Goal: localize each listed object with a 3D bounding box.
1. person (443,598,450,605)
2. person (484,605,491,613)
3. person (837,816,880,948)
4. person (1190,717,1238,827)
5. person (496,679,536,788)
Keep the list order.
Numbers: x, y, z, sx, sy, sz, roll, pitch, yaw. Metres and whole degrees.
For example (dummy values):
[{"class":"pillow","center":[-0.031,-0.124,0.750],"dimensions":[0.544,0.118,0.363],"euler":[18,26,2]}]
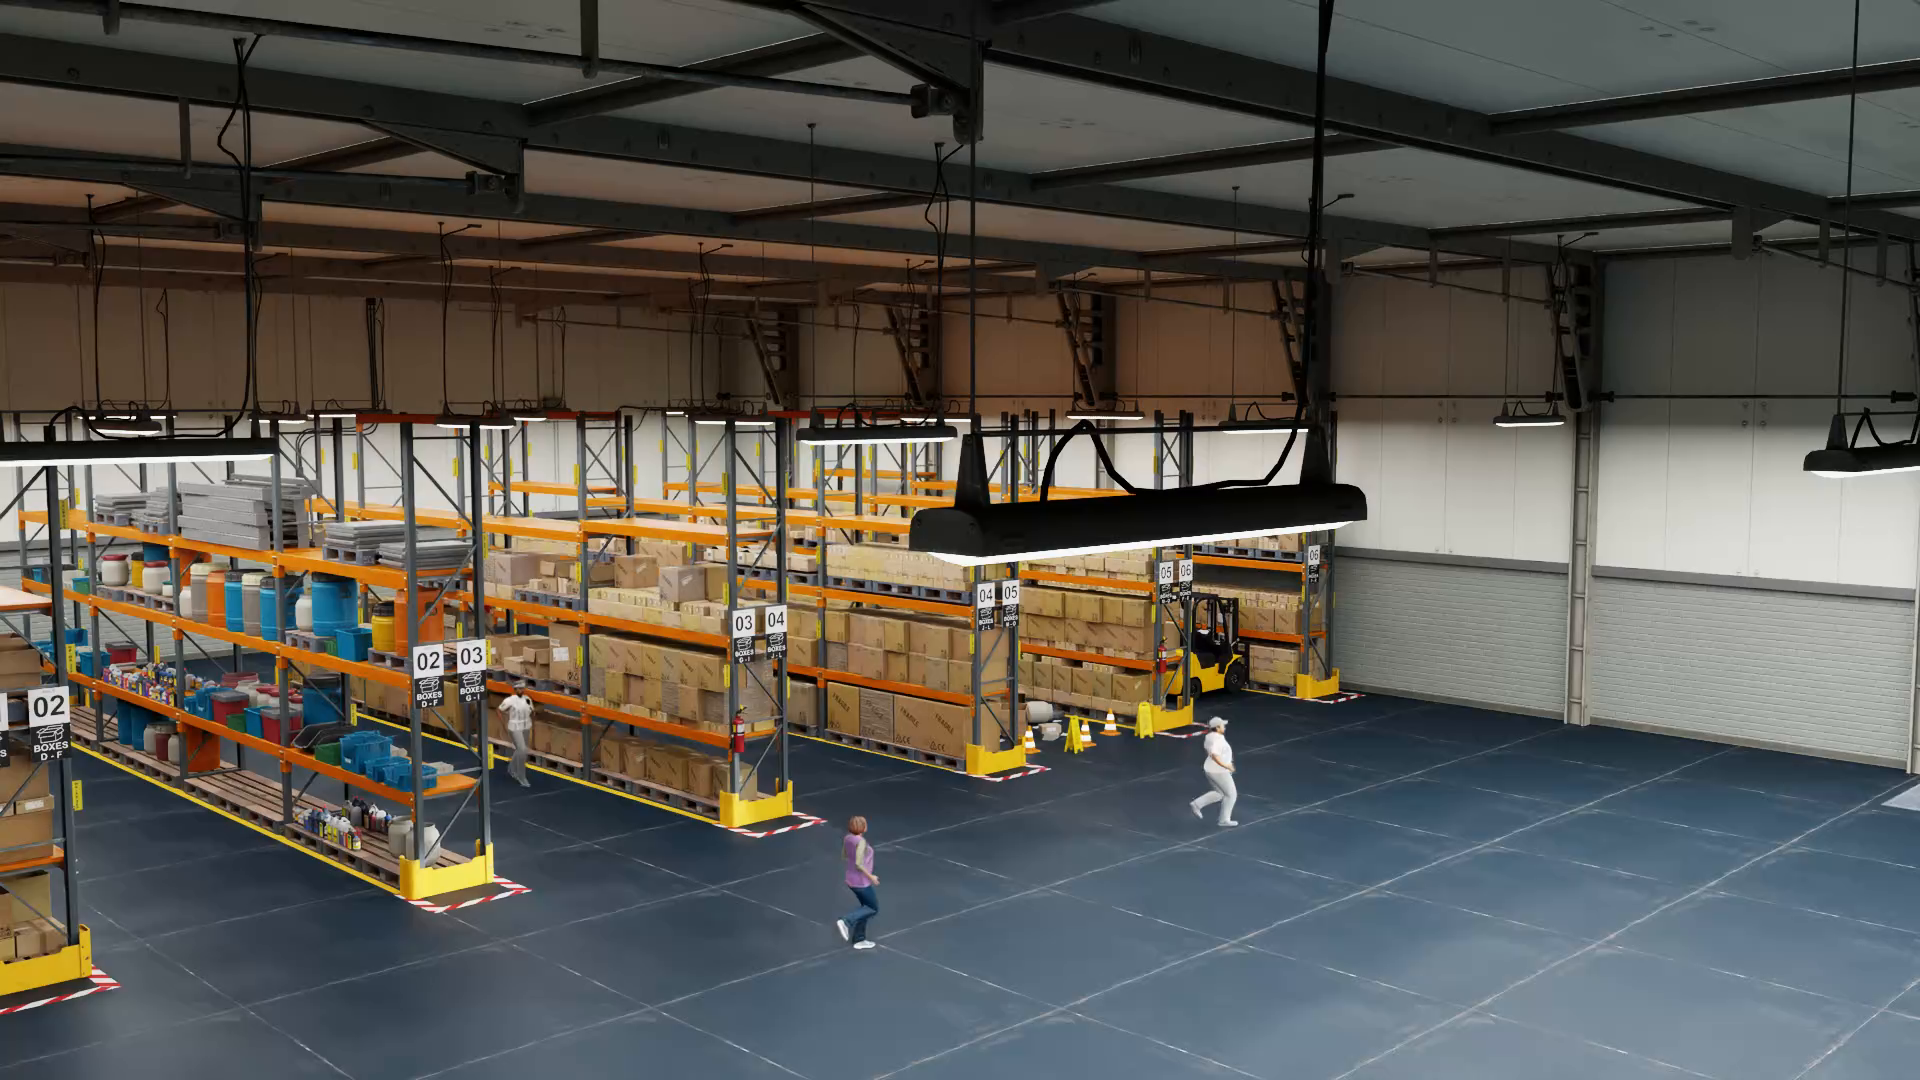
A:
[{"class":"person","center":[-12.058,2.148,38.744],"dimensions":[0.684,1.649,0.522],"euler":[0,5,2]},{"class":"person","center":[-11.571,1.994,40.481],"dimensions":[0.659,1.733,0.722],"euler":[-2,5,-17]},{"class":"person","center":[-1.191,3.915,18.980],"dimensions":[0.549,1.557,0.538],"euler":[-3,6,-29]},{"class":"person","center":[3.752,3.402,24.414],"dimensions":[0.688,1.620,0.613],"euler":[-1,5,-9]},{"class":"person","center":[-7.194,3.134,27.120],"dimensions":[0.770,1.758,0.546],"euler":[4,6,36]}]
